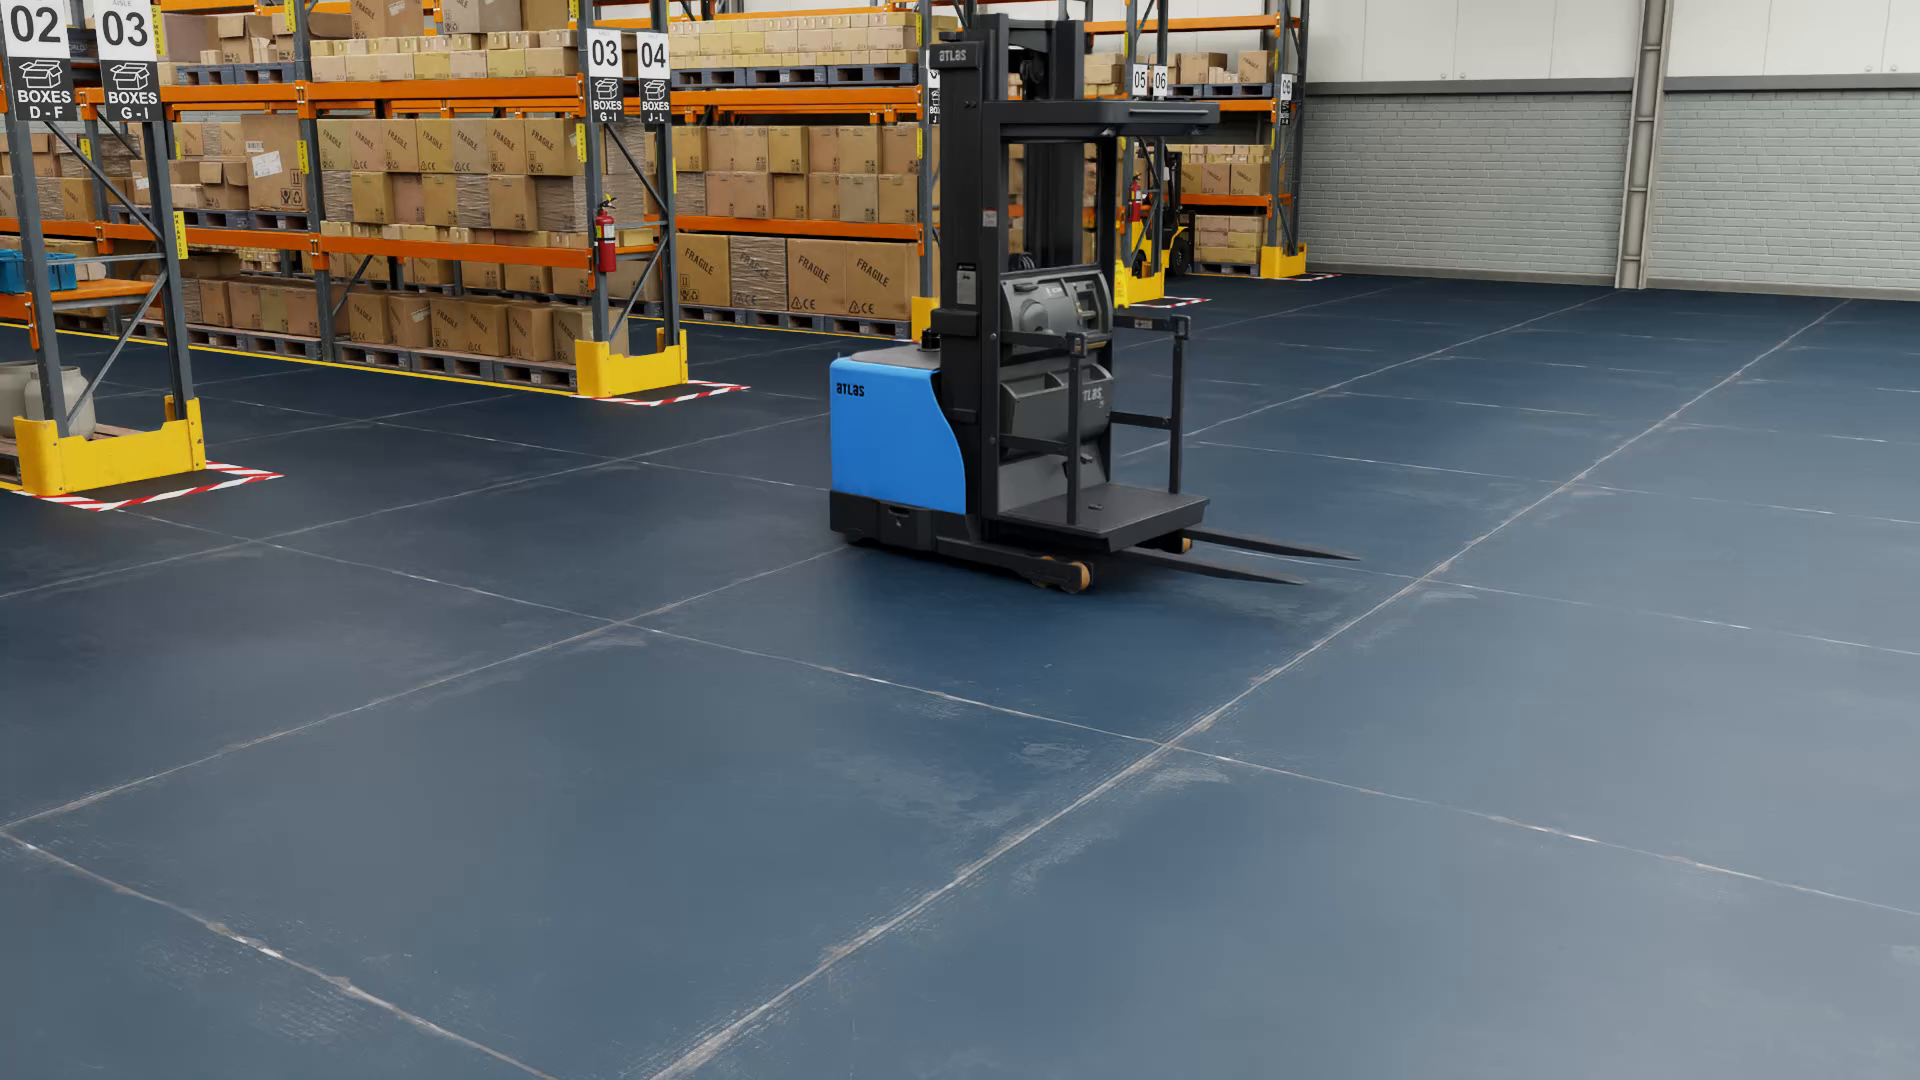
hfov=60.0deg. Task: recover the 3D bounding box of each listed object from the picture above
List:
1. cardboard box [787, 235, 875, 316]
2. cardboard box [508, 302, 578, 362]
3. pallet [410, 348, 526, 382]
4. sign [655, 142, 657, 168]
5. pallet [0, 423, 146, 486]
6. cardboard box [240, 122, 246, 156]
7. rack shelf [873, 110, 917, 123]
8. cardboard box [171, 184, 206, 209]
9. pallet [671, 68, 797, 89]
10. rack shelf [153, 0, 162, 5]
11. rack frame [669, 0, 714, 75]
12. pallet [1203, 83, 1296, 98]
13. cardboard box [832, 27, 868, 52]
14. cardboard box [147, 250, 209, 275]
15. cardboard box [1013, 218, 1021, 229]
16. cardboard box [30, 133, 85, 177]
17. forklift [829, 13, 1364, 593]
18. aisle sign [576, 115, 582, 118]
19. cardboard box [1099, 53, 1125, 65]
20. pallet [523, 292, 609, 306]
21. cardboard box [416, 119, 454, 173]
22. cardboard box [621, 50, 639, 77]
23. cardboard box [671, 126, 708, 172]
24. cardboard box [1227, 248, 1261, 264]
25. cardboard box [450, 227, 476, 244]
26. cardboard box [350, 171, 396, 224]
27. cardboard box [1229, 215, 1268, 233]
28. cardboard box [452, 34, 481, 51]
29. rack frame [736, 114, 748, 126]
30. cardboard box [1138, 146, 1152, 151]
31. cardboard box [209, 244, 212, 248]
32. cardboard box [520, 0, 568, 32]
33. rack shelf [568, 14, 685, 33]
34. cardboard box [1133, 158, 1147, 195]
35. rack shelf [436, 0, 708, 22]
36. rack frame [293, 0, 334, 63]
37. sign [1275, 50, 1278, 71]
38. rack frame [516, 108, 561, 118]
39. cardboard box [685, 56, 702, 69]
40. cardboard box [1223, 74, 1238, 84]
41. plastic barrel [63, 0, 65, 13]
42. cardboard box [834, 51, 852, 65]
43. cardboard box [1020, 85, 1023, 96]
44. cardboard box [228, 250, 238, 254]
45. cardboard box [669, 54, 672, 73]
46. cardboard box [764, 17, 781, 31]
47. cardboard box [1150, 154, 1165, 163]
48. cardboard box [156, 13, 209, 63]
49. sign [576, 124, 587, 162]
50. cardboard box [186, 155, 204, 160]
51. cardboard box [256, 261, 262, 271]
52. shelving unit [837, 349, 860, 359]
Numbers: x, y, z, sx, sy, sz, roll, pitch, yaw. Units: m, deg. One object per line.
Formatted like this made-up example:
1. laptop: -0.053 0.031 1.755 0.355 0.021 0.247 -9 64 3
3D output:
1. cardboard box: -1.463 -3.208 20.088 0.875 0.875 0.875 9 16 32
2. cardboard box: -4.008 -2.016 16.052 0.500 0.500 0.500 -12 18 -39
3. pallet: -4.710 -1.801 16.660 1.213 0.211 1.003 9 17 33
4. sign: -3.746 -4.791 20.689 0.005 0.325 0.100 9 17 33
5. pallet: -6.509 -0.635 11.947 1.213 0.211 1.003 9 17 33
6. cardboard box: -10.631 -6.137 25.464 0.500 0.500 0.500 9 16 31
7. rack shelf: 0.335 -7.743 30.113 4.000 0.370 1.077 9 17 33
8. cardboard box: -8.360 -3.798 18.362 0.500 0.250 0.500 9 16 31
9. pallet: -2.778 -5.678 20.460 1.213 0.211 1.003 9 17 33
10. rack shelf: -7.963 -6.038 17.818 4.000 0.370 1.077 9 17 33
11. rack frame: -3.451 -7.289 20.540 0.127 3.000 1.000 9 17 33
12. pallet: 4.741 -7.344 27.190 1.213 0.211 1.003 9 17 33
13. cardboard box: -1.109 -5.697 18.965 0.500 0.250 0.500 9 17 33
14. cardboard box: -9.050 -3.218 19.307 0.500 0.250 0.500 10 17 35
15. cardboard box: 0.970 -4.550 23.900 0.250 0.149 0.380 10 17 35
16. cardboard box: -10.759 -4.662 20.120 0.637 0.503 0.797 10 17 34
17. forklift: 0.695 -1.286 8.920 3.031 2.935 1.130 11 18 38
18. aisle sign: -8.183 -9.189 35.292 0.004 0.787 0.394 9 17 33
19. cardboard box: 2.101 -6.548 22.655 0.250 0.149 0.380 9 17 33
20. pallet: -5.150 -3.275 22.614 1.213 0.211 1.003 9 17 33
21. cardboard box: -4.821 -3.770 15.902 0.500 0.500 0.500 9 17 33
22. cardboard box: -3.240 -4.364 15.281 0.500 0.250 0.500 10 17 34
23. cardboard box: -3.164 -4.917 20.886 0.550 0.550 0.875 9 17 33
24. cardboard box: 4.747 -4.700 27.416 0.500 0.250 0.500 9 17 33
25. cardboard box: -4.639 -2.920 15.900 0.250 0.149 0.380 9 17 33
26. cardboard box: -5.569 -3.447 16.680 0.500 0.500 0.875 9 17 33
27. cardboard box: 4.757 -5.185 27.294 0.500 0.250 0.500 10 17 35
28. cardboard box: -4.464 -4.593 15.373 0.250 0.149 0.380 8 16 30
29. rack frame: -4.644 -7.440 33.637 0.127 3.000 1.000 9 17 33
30. cardboard box: 3.207 -6.616 28.132 0.250 0.149 0.380 9 17 33
31. cardboard box: -11.798 -4.770 26.669 0.250 0.149 0.380 9 17 33
32. cardboard box: -4.065 -5.009 15.707 0.500 0.500 0.500 9 17 33
33. rack shelf: -5.751 -8.551 27.967 4.000 0.370 1.077 9 17 33
34. cardboard box: 2.308 -5.153 23.568 0.500 0.500 0.500 9 16 32
35. rack shelf: -5.111 -7.014 21.758 4.000 0.370 1.077 9 17 33
36. rack frame: -6.303 -6.313 16.600 0.127 3.000 1.000 9 17 33
37. sign: 4.999 -7.572 26.249 0.005 0.325 0.100 9 17 33
38. rack frame: -7.411 -6.450 29.637 0.127 3.000 1.000 9 17 33
39. cardboard box: -3.123 -5.812 20.259 0.250 0.149 0.380 9 17 33
40. cardboard box: 4.457 -7.468 26.948 0.250 0.149 0.380 9 16 31
41. plastic barrel: -6.223 -3.786 10.863 0.708 0.830 0.600 9 17 33
42. cardboard box: -1.229 -5.506 19.022 0.250 0.149 0.380 9 17 33
43. cardboard box: 1.047 -6.344 23.490 0.250 0.149 0.380 9 16 31
44. cardboard box: -11.368 -4.543 26.371 0.250 0.149 0.380 10 17 34
45. cardboard box: -3.813 -6.151 21.383 0.396 0.266 0.258 9 16 32
46. cardboard box: -2.077 -6.030 19.478 0.250 0.149 0.380 9 17 33
47. cardboard box: 3.384 -6.424 27.975 0.250 0.149 0.380 9 16 32
48. cardboard box: -8.536 -5.436 18.049 0.500 0.500 0.500 9 16 31
49. sign: -3.311 -3.472 14.541 0.005 0.325 0.100 9 17 33
50. cardboard box: -11.906 -5.862 26.433 0.500 0.500 0.500 9 16 31
51. cardboard box: -10.774 -4.306 26.034 0.250 0.149 0.380 10 17 34
52. shelving unit: -0.581 -0.623 10.153 0.252 1.050 0.215 11 18 38
